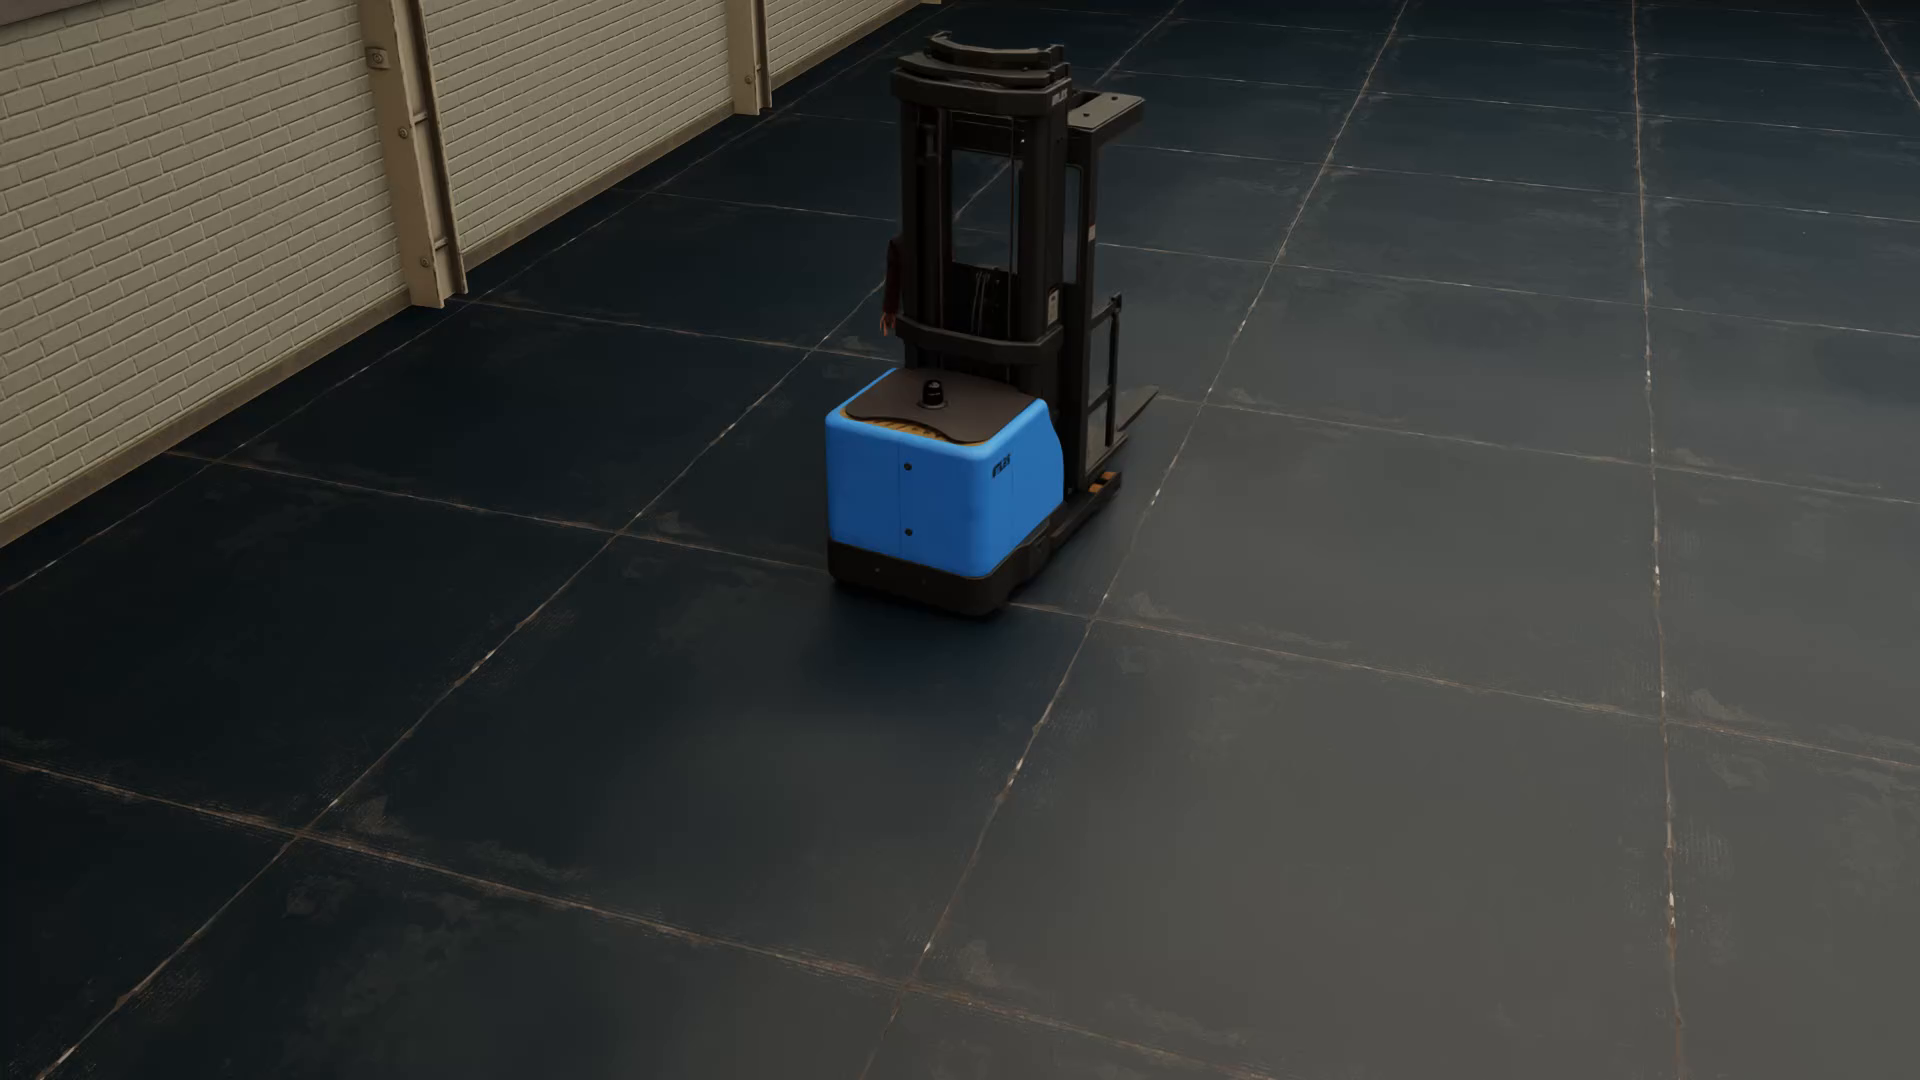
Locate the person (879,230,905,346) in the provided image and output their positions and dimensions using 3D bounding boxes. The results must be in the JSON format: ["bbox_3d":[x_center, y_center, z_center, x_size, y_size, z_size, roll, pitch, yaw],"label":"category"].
[{"bbox_3d":[-0.243,-1.412,10.874,0.553,1.736,0.916,-16,33,-25],"label":"person"}]

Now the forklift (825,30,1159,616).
[{"bbox_3d":[0.375,-1.555,9.865,1.130,2.935,3.031,15,33,24],"label":"forklift"}]
